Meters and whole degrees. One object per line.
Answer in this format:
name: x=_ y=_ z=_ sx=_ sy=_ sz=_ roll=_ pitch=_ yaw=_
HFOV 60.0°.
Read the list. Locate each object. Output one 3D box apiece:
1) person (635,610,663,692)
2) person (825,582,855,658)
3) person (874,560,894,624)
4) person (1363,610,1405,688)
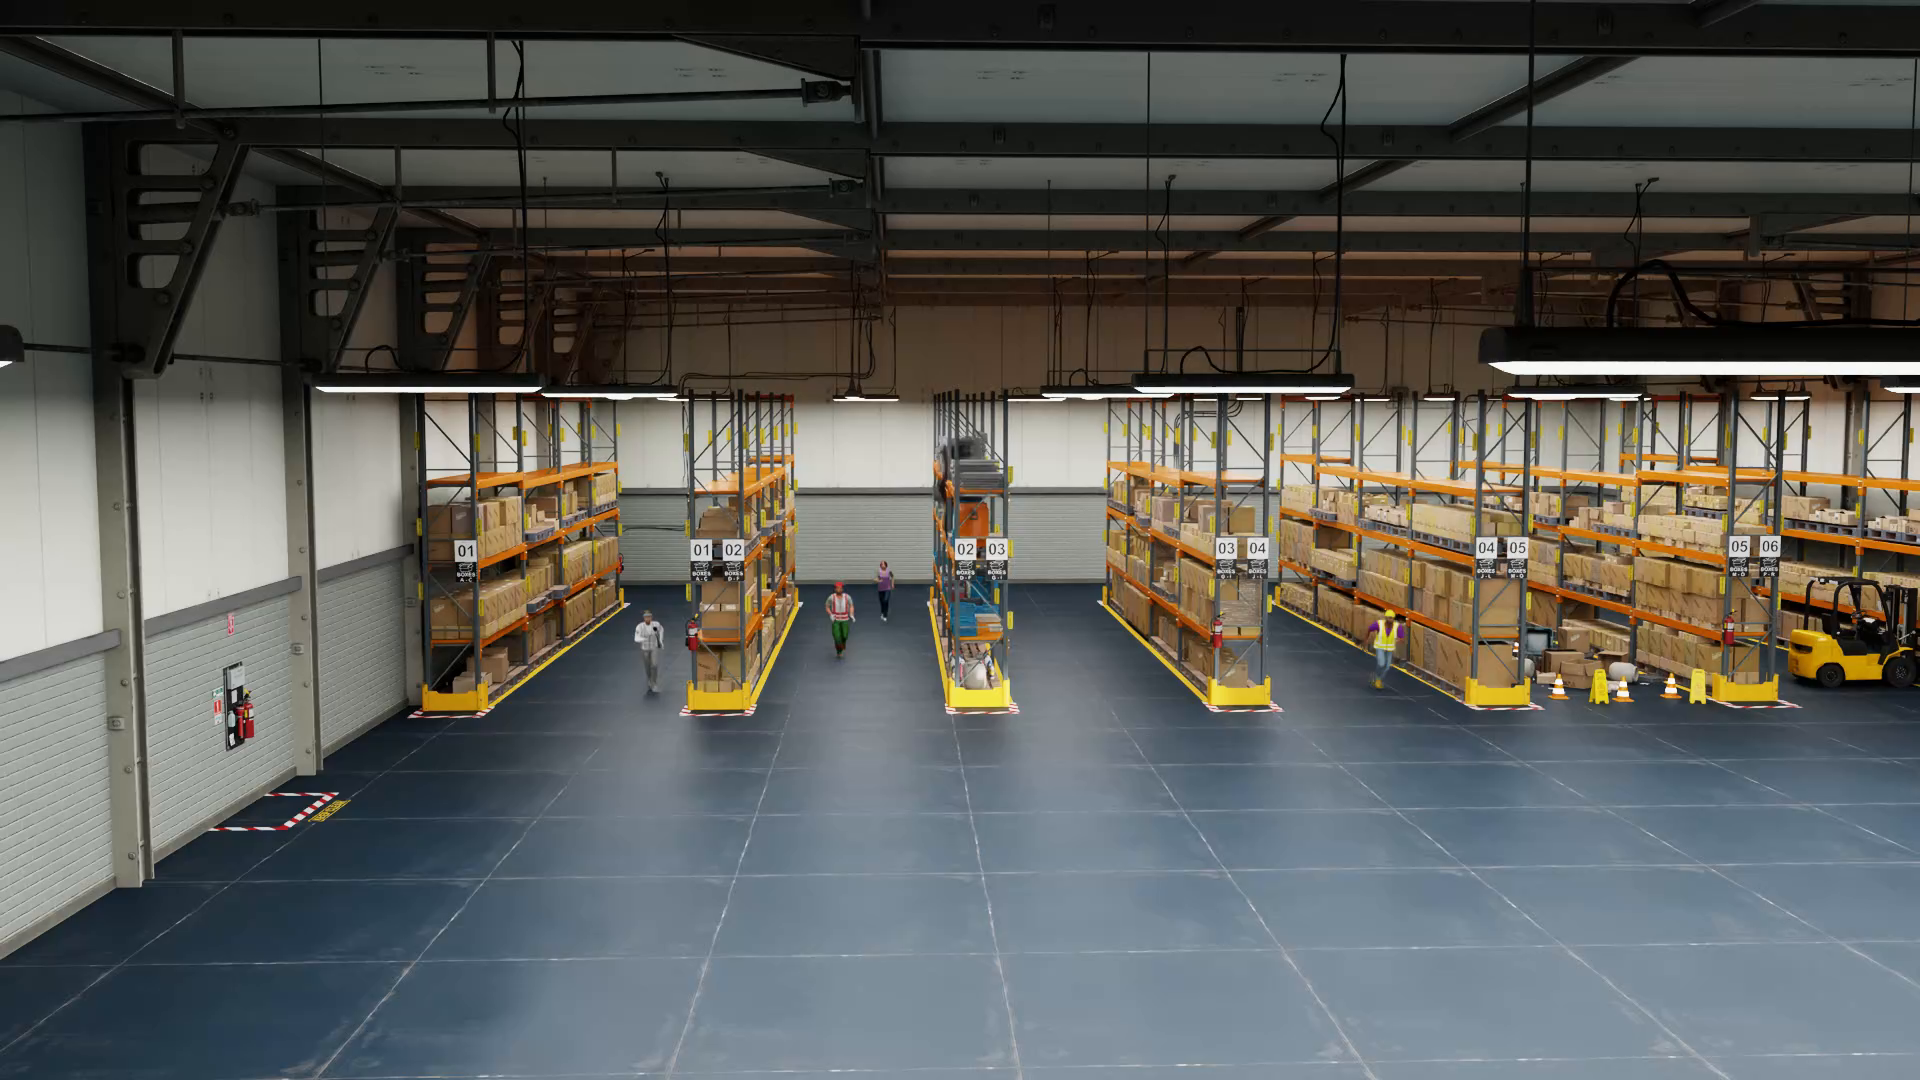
person: x=-6.200 y=2.185 z=33.193 sx=0.529 sy=1.636 sz=0.936 roll=0 pitch=5 yaw=-5
person: x=-2.707 y=1.801 z=37.554 sx=0.658 sy=1.728 sz=0.642 roll=-1 pitch=5 yaw=-9
person: x=-2.000 y=1.340 z=43.745 sx=0.514 sy=1.626 sz=0.824 roll=0 pitch=5 yaw=4
person: x=8.495 y=2.182 z=33.231 sx=0.713 sy=1.624 sz=0.958 roll=0 pitch=5 yaw=-5
